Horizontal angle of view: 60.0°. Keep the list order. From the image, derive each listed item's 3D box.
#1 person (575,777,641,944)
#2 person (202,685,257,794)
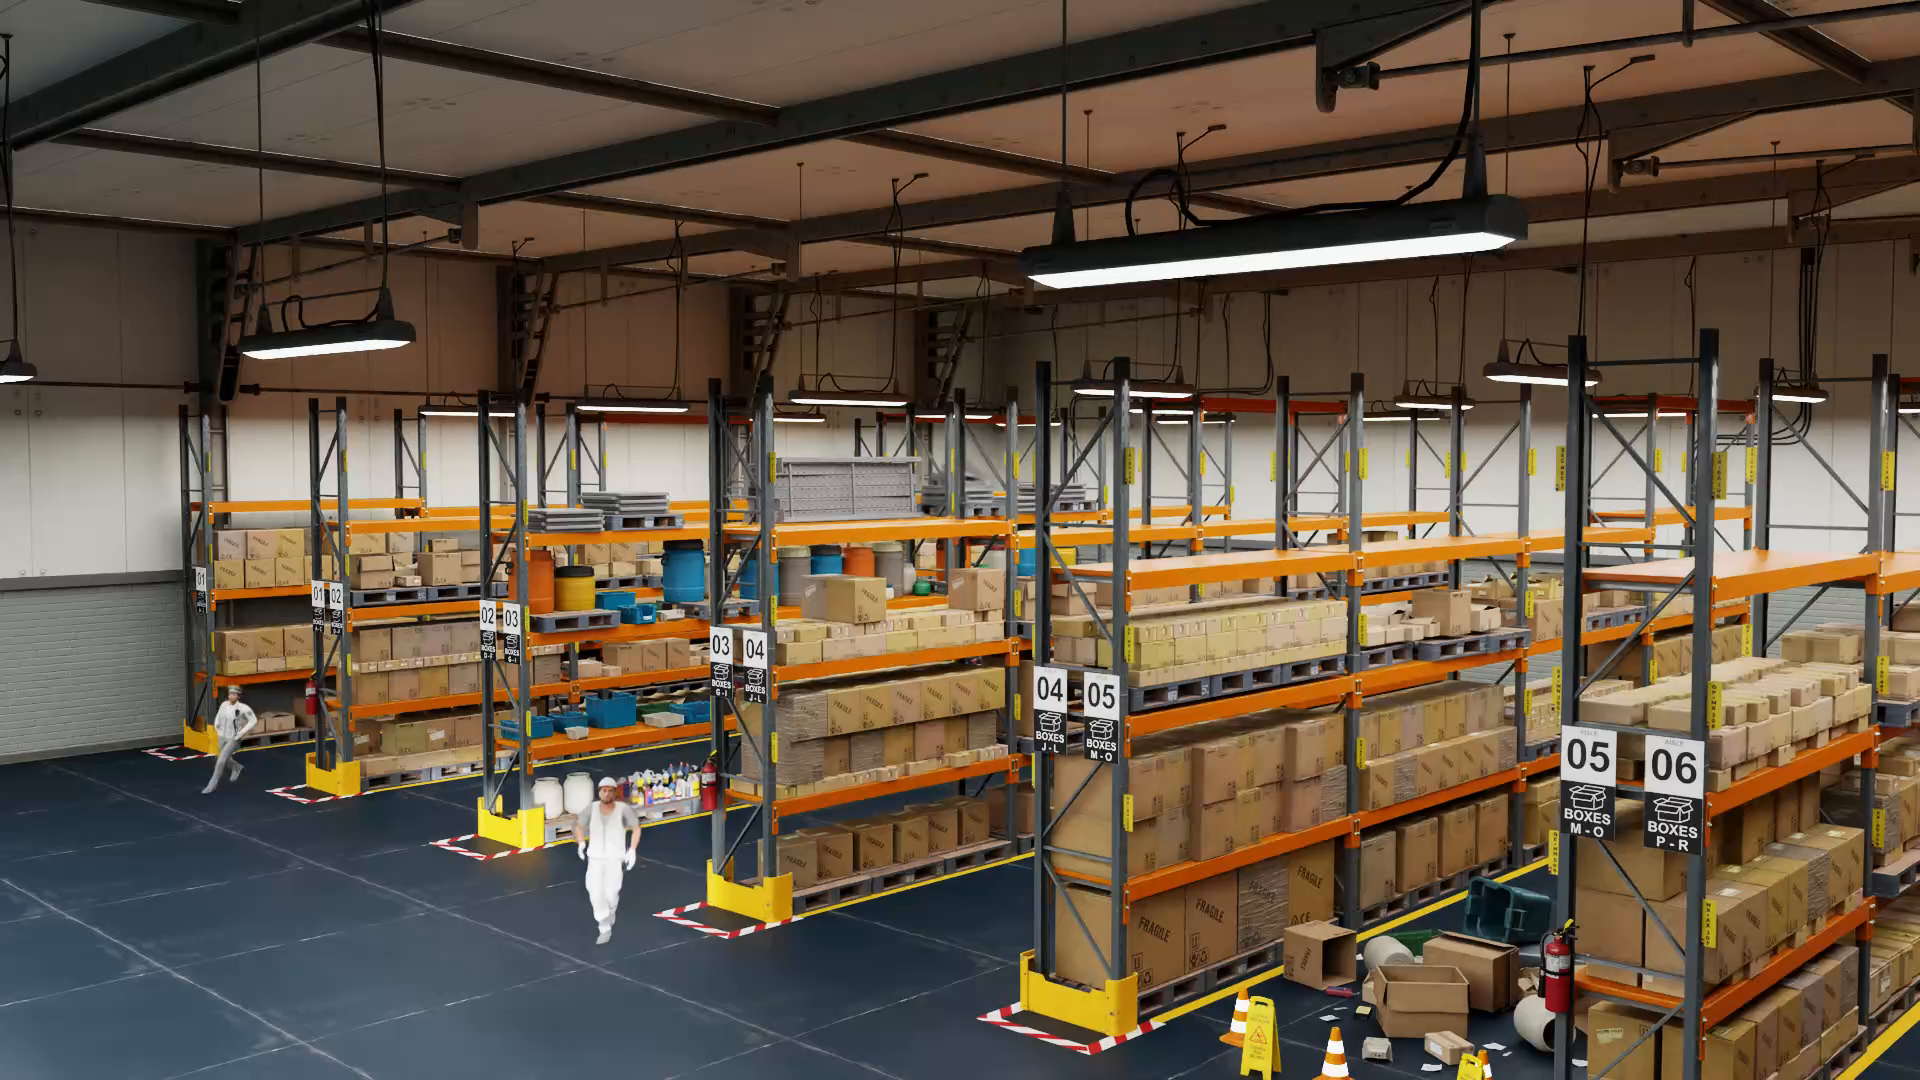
[{"bbox_3d":[-3.739,3.378,17.588,0.685,1.754,0.556,0,3,-1],"label":"person"},{"bbox_3d":[-11.085,3.013,25.426,0.643,1.645,0.850,1,3,14],"label":"person"}]
